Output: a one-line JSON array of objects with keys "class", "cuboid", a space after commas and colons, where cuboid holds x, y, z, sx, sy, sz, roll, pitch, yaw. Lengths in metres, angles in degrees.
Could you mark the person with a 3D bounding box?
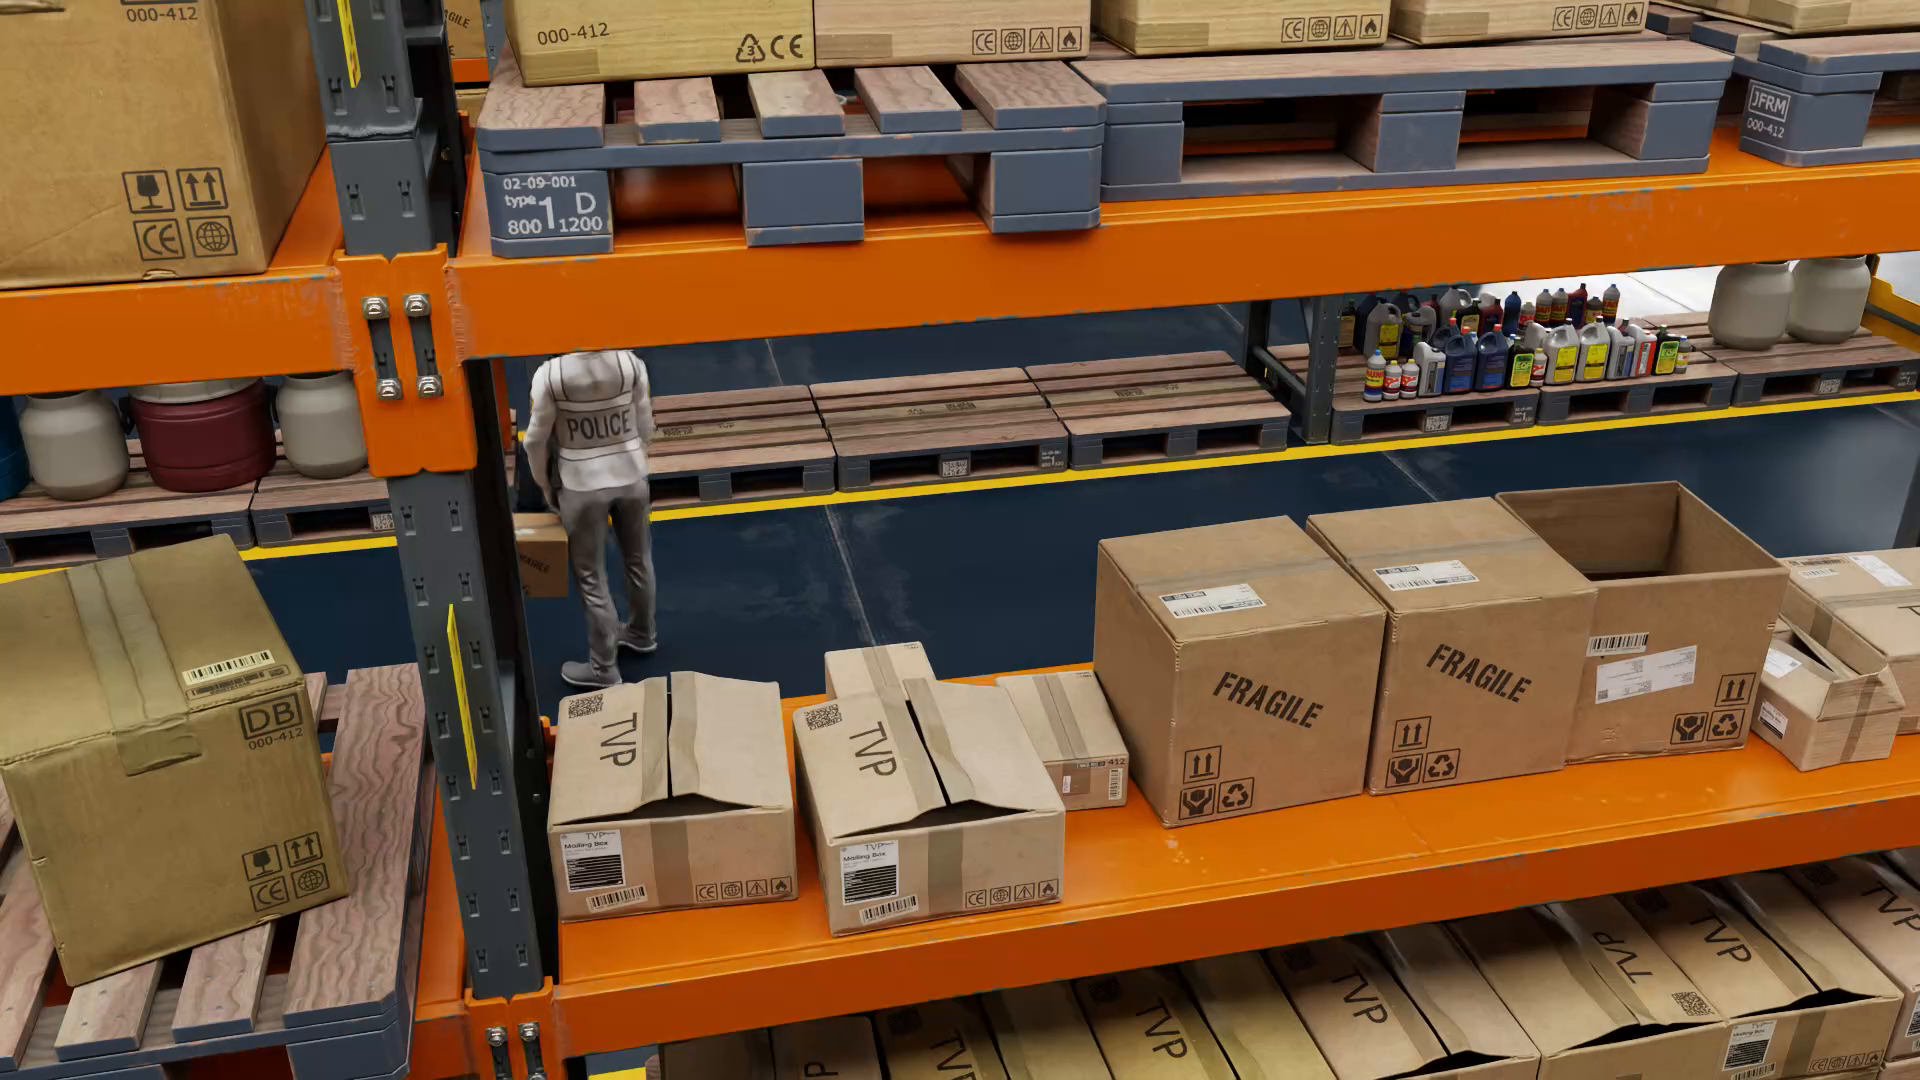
[{"class": "person", "cuboid": [-1.440, -0.224, 6.493, 0.501, 1.694, 0.533, -14, 30, -26]}]
